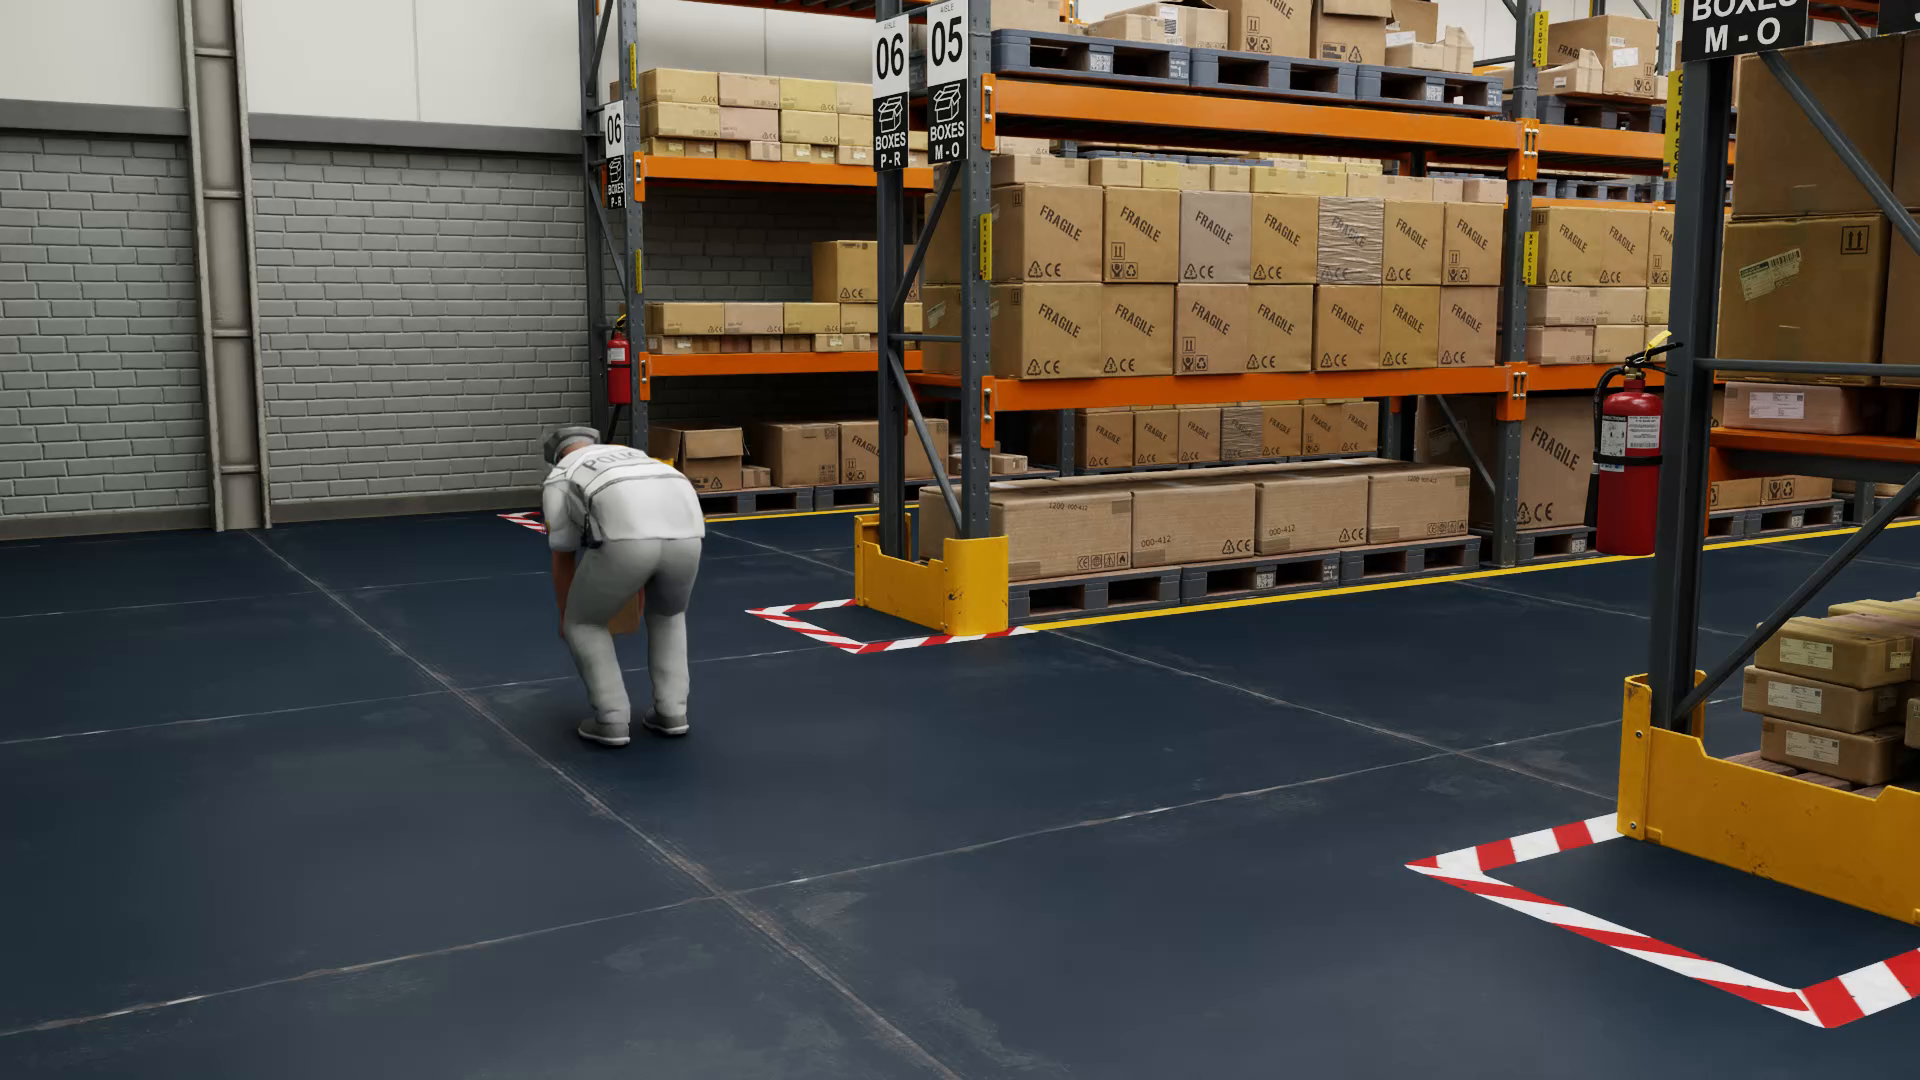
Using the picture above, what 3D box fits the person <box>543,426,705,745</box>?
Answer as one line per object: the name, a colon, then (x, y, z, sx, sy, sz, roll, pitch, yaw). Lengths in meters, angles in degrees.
person: (-1.382, 0.162, 6.659, 0.513, 1.193, 1.024, -5, 10, -33)
